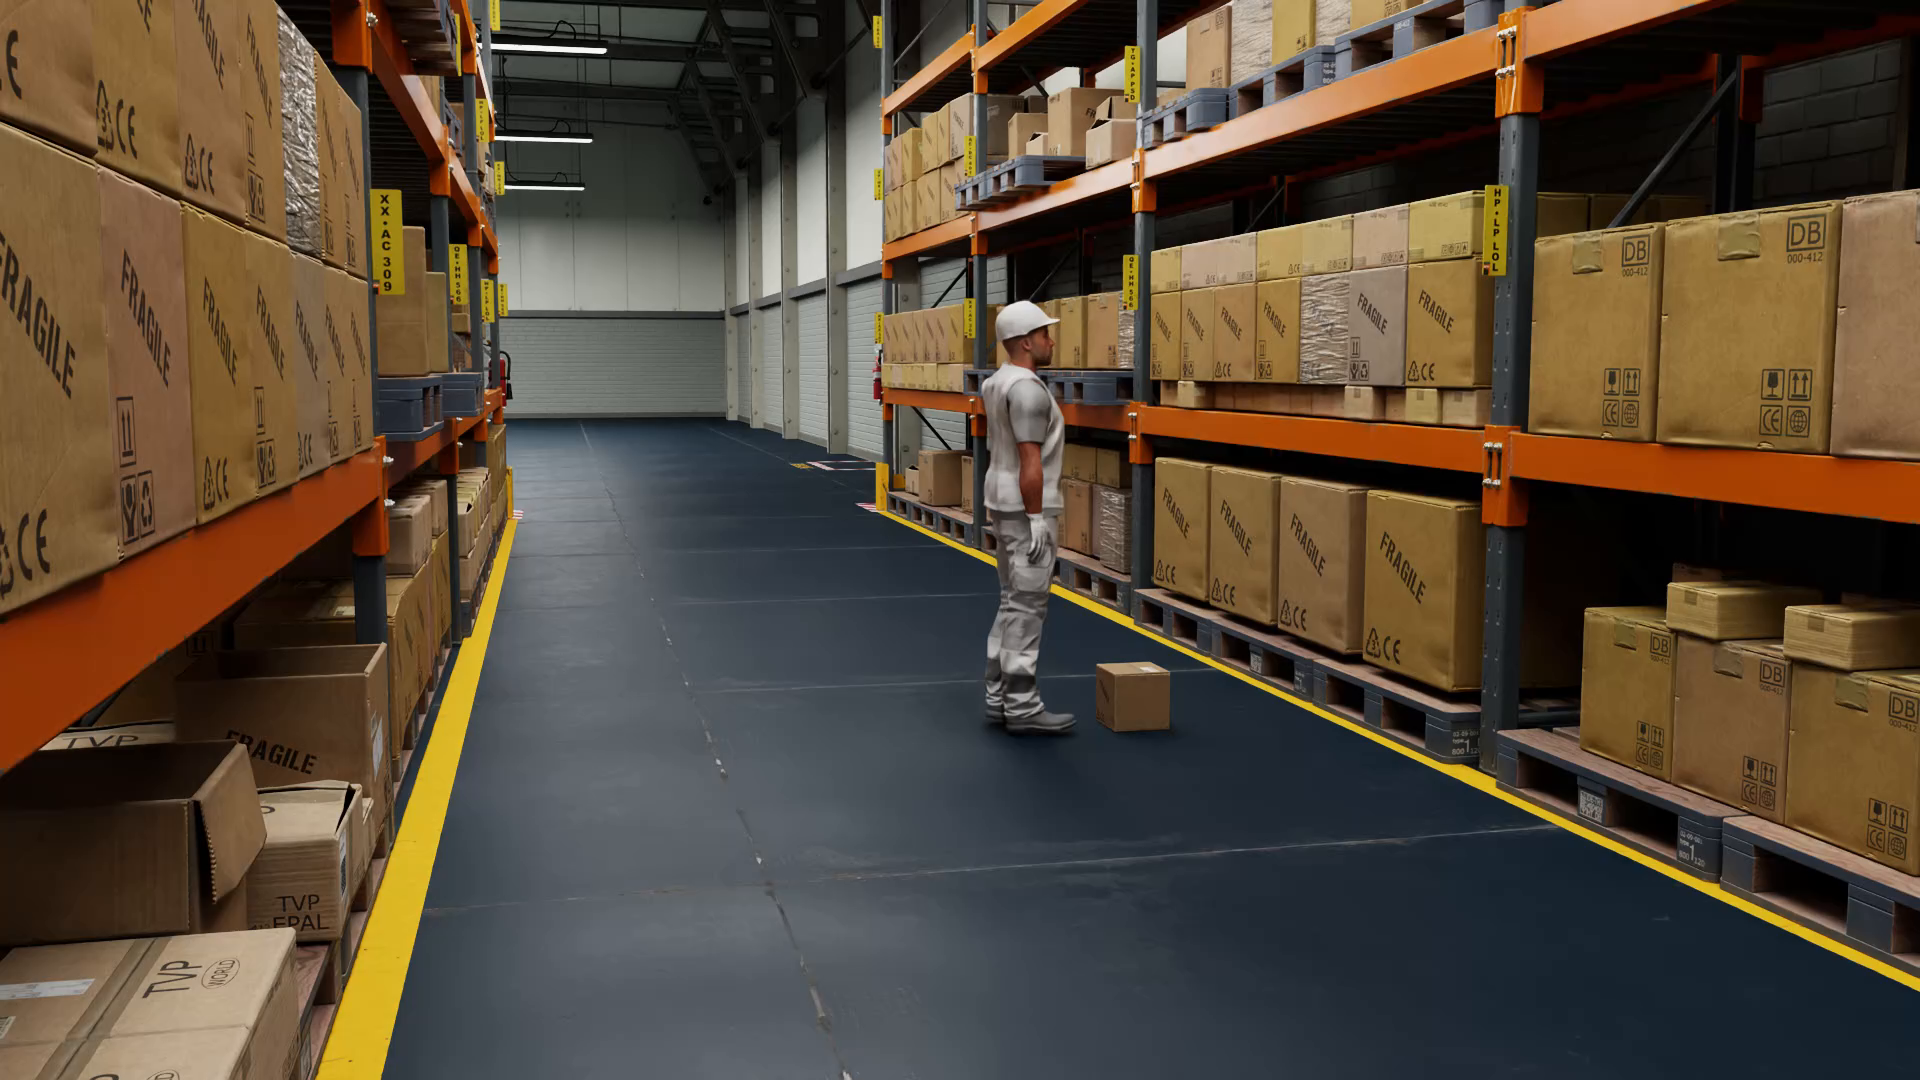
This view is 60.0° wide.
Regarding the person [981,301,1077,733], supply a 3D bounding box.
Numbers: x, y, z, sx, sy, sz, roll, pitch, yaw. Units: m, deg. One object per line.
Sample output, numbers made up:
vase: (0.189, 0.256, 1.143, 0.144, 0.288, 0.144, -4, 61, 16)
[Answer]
person: (0.292, -0.087, 6.999, 0.361, 1.816, 0.556, -1, 6, -13)
